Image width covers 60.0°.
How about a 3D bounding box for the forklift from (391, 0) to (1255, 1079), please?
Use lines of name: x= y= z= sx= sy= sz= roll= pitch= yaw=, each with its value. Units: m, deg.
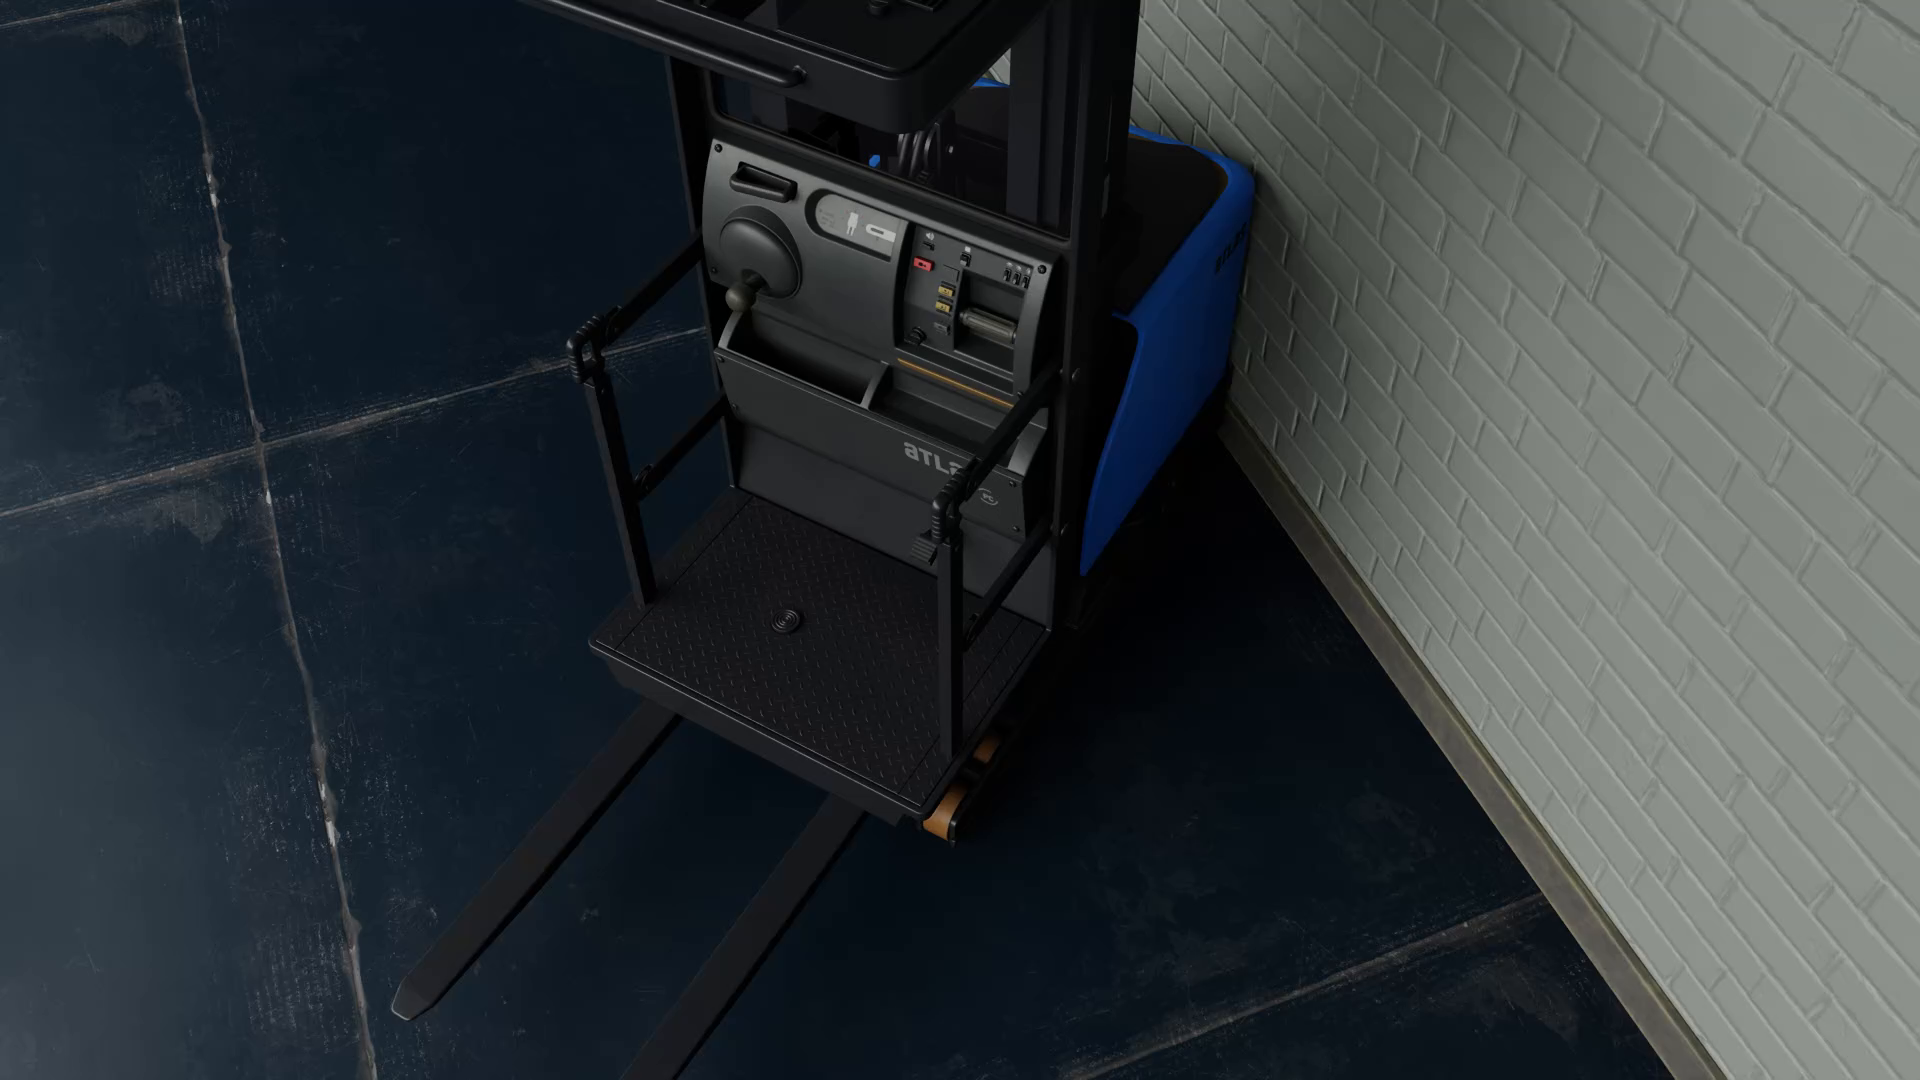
forklift: x=-0.316 y=-0.546 z=3.787 sx=1.130 sy=2.935 sz=3.031 roll=24 pitch=53 yaw=19
